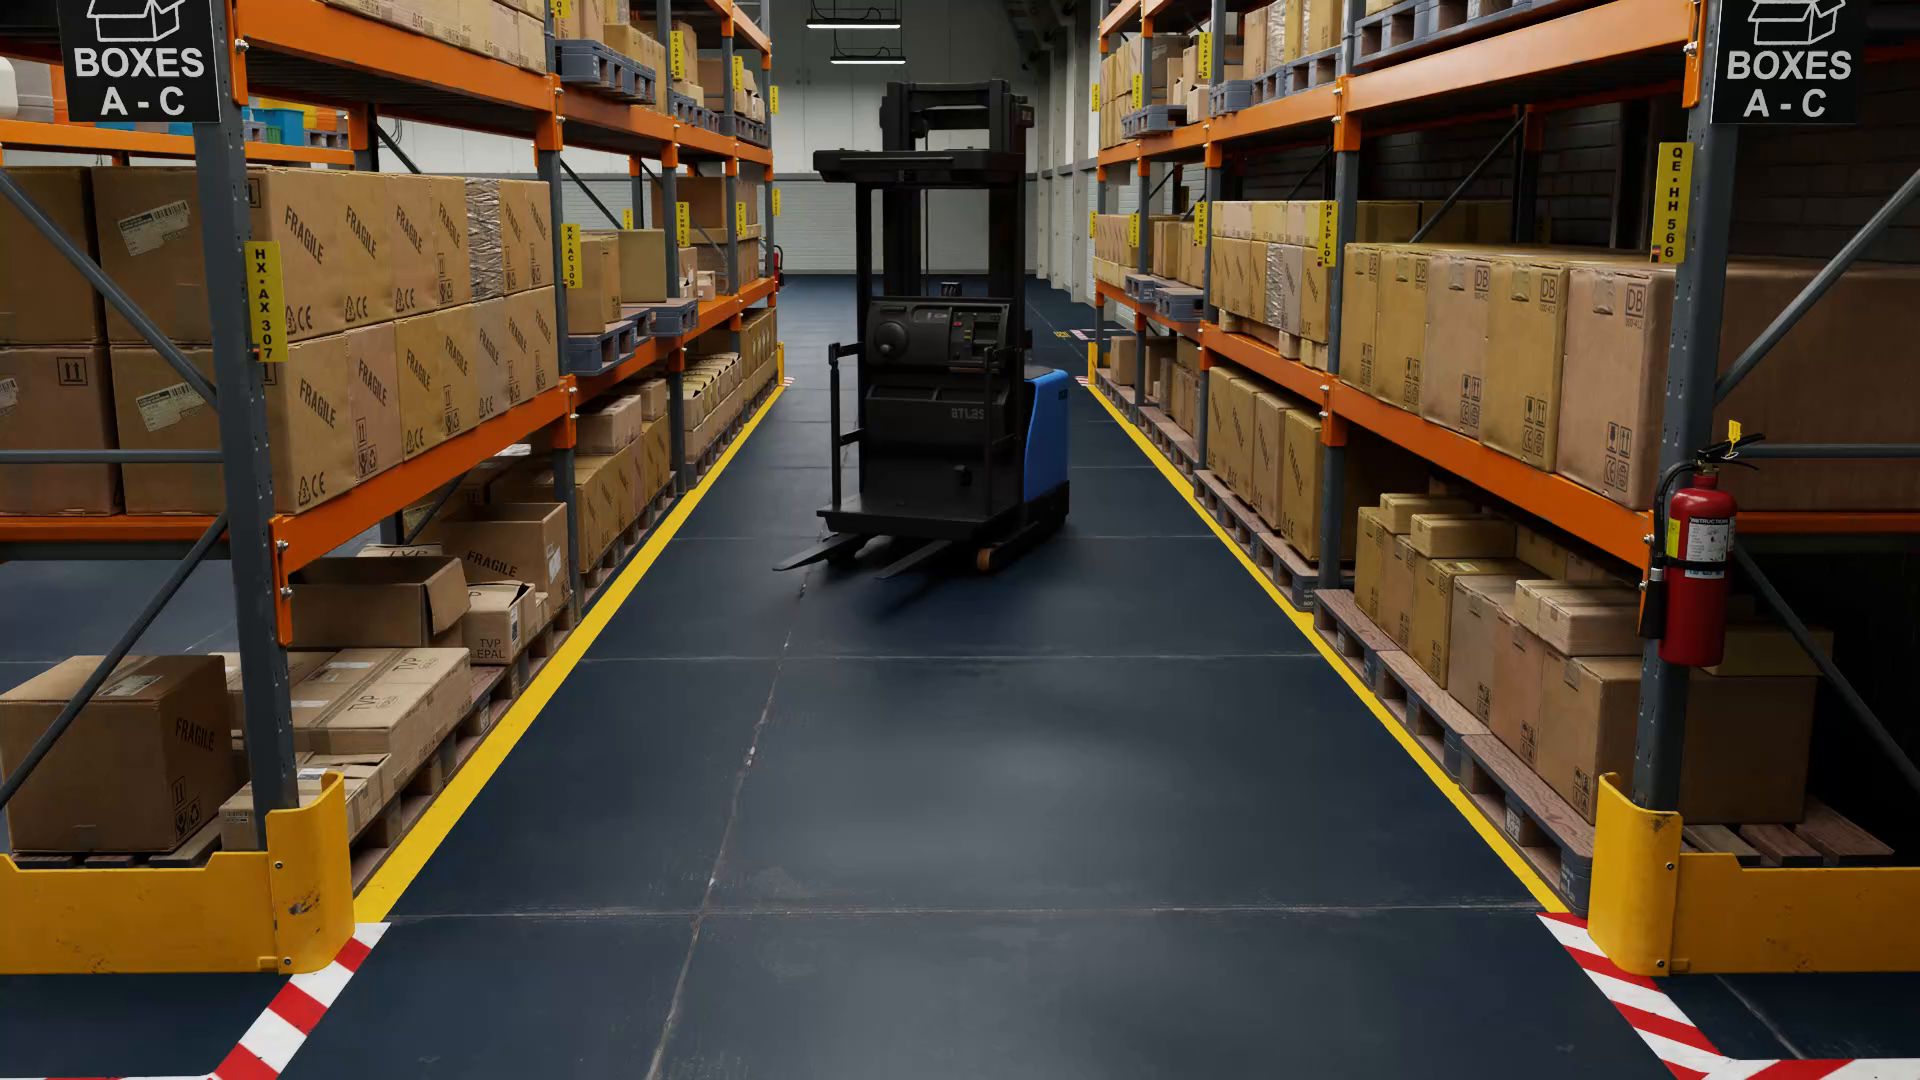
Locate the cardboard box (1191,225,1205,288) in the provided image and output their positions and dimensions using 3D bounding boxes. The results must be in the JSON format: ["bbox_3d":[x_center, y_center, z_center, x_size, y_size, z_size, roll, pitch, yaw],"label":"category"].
[{"bbox_3d":[2.287,-2.305,13.517,0.700,0.500,0.500,-1,12,-7],"label":"cardboard box"}]

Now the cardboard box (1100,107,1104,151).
[{"bbox_3d":[1.937,-4.887,19.759,0.500,0.500,0.500,0,11,0],"label":"cardboard box"}]

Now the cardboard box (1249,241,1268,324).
[{"bbox_3d":[2.129,-1.636,10.531,0.500,0.500,0.500,0,11,0],"label":"cardboard box"}]

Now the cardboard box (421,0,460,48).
[{"bbox_3d":[-2.224,-2.022,6.316,0.500,0.250,0.500,0,11,-1],"label":"cardboard box"}]

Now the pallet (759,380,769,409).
[{"bbox_3d":[-2.692,-1.645,18.634,1.003,0.211,1.213,0,11,-1],"label":"pallet"}]

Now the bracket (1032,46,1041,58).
[{"bbox_3d":[2.146,-13.362,45.236,0.076,0.066,4.783,0,11,-1],"label":"bracket"}]

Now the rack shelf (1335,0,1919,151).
[{"bbox_3d":[2.470,-1.760,6.458,1.077,0.370,4.000,0,11,-1],"label":"rack shelf"}]

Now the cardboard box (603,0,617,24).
[{"bbox_3d":[-2.594,-3.636,11.124,0.500,0.500,0.500,0,11,-1],"label":"cardboard box"}]

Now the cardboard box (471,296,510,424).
[{"bbox_3d":[-2.233,-0.766,7.037,0.500,0.500,0.500,0,11,0],"label":"cardboard box"}]

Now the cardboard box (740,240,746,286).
[{"bbox_3d":[-2.741,-3.053,18.313,0.700,0.500,0.500,0,11,1],"label":"cardboard box"}]

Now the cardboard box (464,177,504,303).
[{"bbox_3d":[-2.232,-1.257,6.945,0.500,0.500,0.500,0,11,-1],"label":"cardboard box"}]

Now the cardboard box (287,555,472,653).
[{"bbox_3d":[-2.480,0.362,6.904,0.797,0.503,0.637,0,11,-1],"label":"cardboard box"}]

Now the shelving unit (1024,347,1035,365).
[{"bbox_3d":[0.361,-0.803,11.961,0.258,1.200,0.189,4,1,18],"label":"shelving unit"}]

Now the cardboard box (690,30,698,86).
[{"bbox_3d":[-2.716,-4.457,15.374,0.500,0.500,0.500,0,11,0],"label":"cardboard box"}]

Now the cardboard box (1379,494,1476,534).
[{"bbox_3d":[2.166,-0.121,7.712,0.380,0.149,0.250,0,11,1],"label":"cardboard box"}]

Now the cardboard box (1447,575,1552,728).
[{"bbox_3d":[2.375,0.436,6.598,0.700,0.500,0.500,-1,11,-3],"label":"cardboard box"}]

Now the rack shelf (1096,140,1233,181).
[{"bbox_3d":[2.222,-4.146,18.215,1.077,0.370,4.000,0,11,-1],"label":"rack shelf"}]

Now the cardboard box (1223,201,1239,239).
[{"bbox_3d":[2.109,-2.210,11.470,0.500,0.250,0.500,0,11,-2],"label":"cardboard box"}]

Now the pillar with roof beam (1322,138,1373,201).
[{"bbox_3d":[-1.121,-5.020,13.171,9.100,9.000,0.400,0,11,-1],"label":"pillar with roof beam"}]

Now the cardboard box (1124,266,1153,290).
[{"bbox_3d":[1.950,-2.660,16.953,0.500,0.250,0.500,0,11,-1],"label":"cardboard box"}]

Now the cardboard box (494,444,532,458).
[{"bbox_3d":[-2.833,-0.305,10.198,0.500,0.500,0.500,0,11,0],"label":"cardboard box"}]

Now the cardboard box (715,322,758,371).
[{"bbox_3d":[-2.404,-2.028,17.486,0.500,0.500,0.500,0,11,-1],"label":"cardboard box"}]

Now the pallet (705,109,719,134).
[{"bbox_3d":[-2.658,-3.811,15.235,0.805,0.209,1.217,-1,11,-3],"label":"pallet"}]

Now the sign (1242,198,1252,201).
[{"bbox_3d":[2.818,-3.201,16.382,0.100,0.325,0.005,0,11,-1],"label":"sign"}]

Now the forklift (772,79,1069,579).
[{"bbox_3d":[-0.212,-1.318,10.186,1.130,2.935,3.031,4,12,19],"label":"forklift"}]

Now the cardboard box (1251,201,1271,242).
[{"bbox_3d":[2.140,-2.009,10.481,0.500,0.250,0.500,0,11,-2],"label":"cardboard box"}]

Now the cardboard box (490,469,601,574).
[{"bbox_3d":[-2.291,-0.107,9.224,0.500,0.500,0.500,-1,11,-4],"label":"cardboard box"}]

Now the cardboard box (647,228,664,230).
[{"bbox_3d":[-2.909,-3.030,16.566,0.380,0.149,0.250,0,11,-1],"label":"cardboard box"}]

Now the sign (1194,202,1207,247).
[{"bbox_3d":[1.803,-2.360,12.436,0.100,0.325,0.005,0,11,-1],"label":"sign"}]

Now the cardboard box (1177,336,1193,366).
[{"bbox_3d":[2.307,-1.755,15.460,0.500,0.250,0.500,0,11,-2],"label":"cardboard box"}]

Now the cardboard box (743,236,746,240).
[{"bbox_3d":[-2.537,-3.339,18.089,0.380,0.149,0.250,0,11,-2],"label":"cardboard box"}]

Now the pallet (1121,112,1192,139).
[{"bbox_3d":[2.169,-3.886,15.596,1.213,0.211,1.003,0,11,-1],"label":"pallet"}]

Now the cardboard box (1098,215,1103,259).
[{"bbox_3d":[1.890,-3.535,19.382,0.500,0.500,0.500,0,11,-1],"label":"cardboard box"}]

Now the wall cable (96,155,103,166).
[{"bbox_3d":[-27.792,-11.134,51.116,3.097,2.526,0.112,0,11,-1],"label":"wall cable"}]

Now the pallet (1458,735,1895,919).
[{"bbox_3d":[2.416,0.963,5.784,1.003,0.211,1.213,0,11,-1],"label":"pallet"}]

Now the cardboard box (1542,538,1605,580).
[{"bbox_3d":[2.571,0.089,6.675,0.380,0.149,0.250,0,11,-1],"label":"cardboard box"}]

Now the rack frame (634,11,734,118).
[{"bbox_3d":[-2.690,-5.550,15.782,1.000,3.000,0.127,0,11,-1],"label":"rack frame"}]

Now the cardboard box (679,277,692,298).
[{"bbox_3d":[-2.432,-1.950,13.348,0.500,0.311,0.500,0,11,-2],"label":"cardboard box"}]

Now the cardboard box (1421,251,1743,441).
[{"bbox_3d":[2.458,-0.790,6.654,0.980,0.700,0.700,-1,11,-4],"label":"cardboard box"}]

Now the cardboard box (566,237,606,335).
[{"bbox_3d":[-2.311,-1.369,8.957,0.700,0.500,0.500,-4,12,-20],"label":"cardboard box"}]

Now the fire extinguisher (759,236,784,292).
[{"bbox_3d":[-2.310,-3.392,20.431,0.296,0.674,0.183,0,11,-1],"label":"fire extinguisher"}]

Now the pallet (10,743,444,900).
[{"bbox_3d":[-2.461,0.969,5.754,1.003,0.211,1.213,0,11,-1],"label":"pallet"}]

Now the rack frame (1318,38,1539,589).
[{"bbox_3d":[2.428,-1.041,8.644,1.000,3.000,0.127,0,11,-1],"label":"rack frame"}]

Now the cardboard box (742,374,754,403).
[{"bbox_3d":[-2.396,-1.561,17.071,0.500,0.250,0.500,0,11,-1],"label":"cardboard box"}]

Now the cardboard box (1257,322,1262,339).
[{"bbox_3d":[2.175,-1.400,10.999,0.380,0.149,0.250,0,11,0],"label":"cardboard box"}]

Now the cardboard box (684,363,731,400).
[{"bbox_3d":[-2.370,-1.461,15.165,0.500,0.311,0.500,0,11,-1],"label":"cardboard box"}]

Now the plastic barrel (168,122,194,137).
[{"bbox_3d":[-7.415,-4.206,15.440,0.600,0.901,0.708,0,11,-1],"label":"plastic barrel"}]

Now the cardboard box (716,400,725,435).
[{"bbox_3d":[-2.363,-1.083,14.714,0.500,0.250,0.500,0,11,0],"label":"cardboard box"}]

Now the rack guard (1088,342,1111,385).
[{"bbox_3d":[2.182,-2.186,20.576,1.175,0.500,0.348,0,11,-1],"label":"rack guard"}]

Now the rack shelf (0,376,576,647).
[{"bbox_3d":[-2.483,-0.269,6.652,1.077,0.370,4.000,0,11,-1],"label":"rack shelf"}]

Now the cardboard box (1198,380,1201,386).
[{"bbox_3d":[2.384,-1.072,13.979,0.700,0.500,0.500,0,11,-1],"label":"cardboard box"}]

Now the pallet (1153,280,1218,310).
[{"bbox_3d":[2.264,-2.135,14.521,1.003,0.211,1.213,0,11,-1],"label":"pallet"}]
